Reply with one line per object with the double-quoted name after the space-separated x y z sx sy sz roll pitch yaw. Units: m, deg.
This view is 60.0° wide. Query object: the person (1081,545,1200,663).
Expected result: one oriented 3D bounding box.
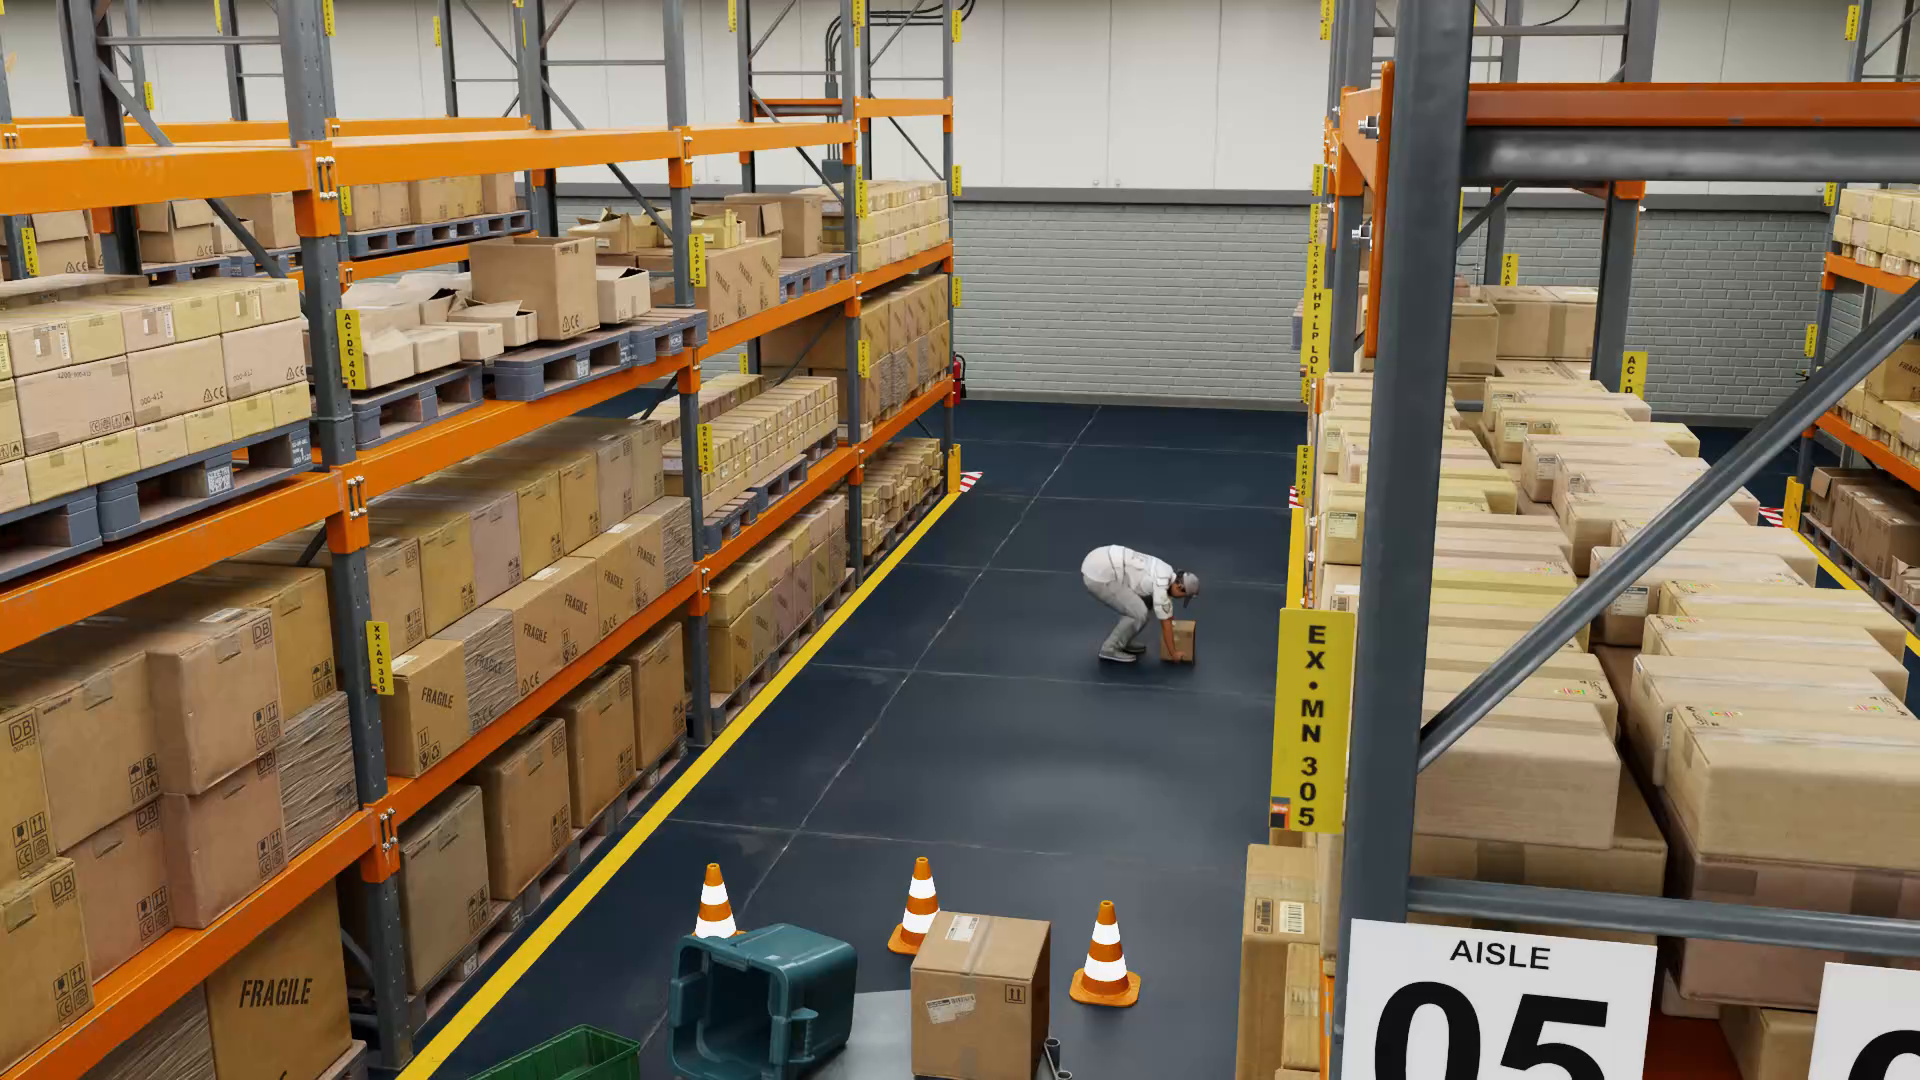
1.424 0.497 13.154 0.936 0.887 0.508 2 15 9 "person"
